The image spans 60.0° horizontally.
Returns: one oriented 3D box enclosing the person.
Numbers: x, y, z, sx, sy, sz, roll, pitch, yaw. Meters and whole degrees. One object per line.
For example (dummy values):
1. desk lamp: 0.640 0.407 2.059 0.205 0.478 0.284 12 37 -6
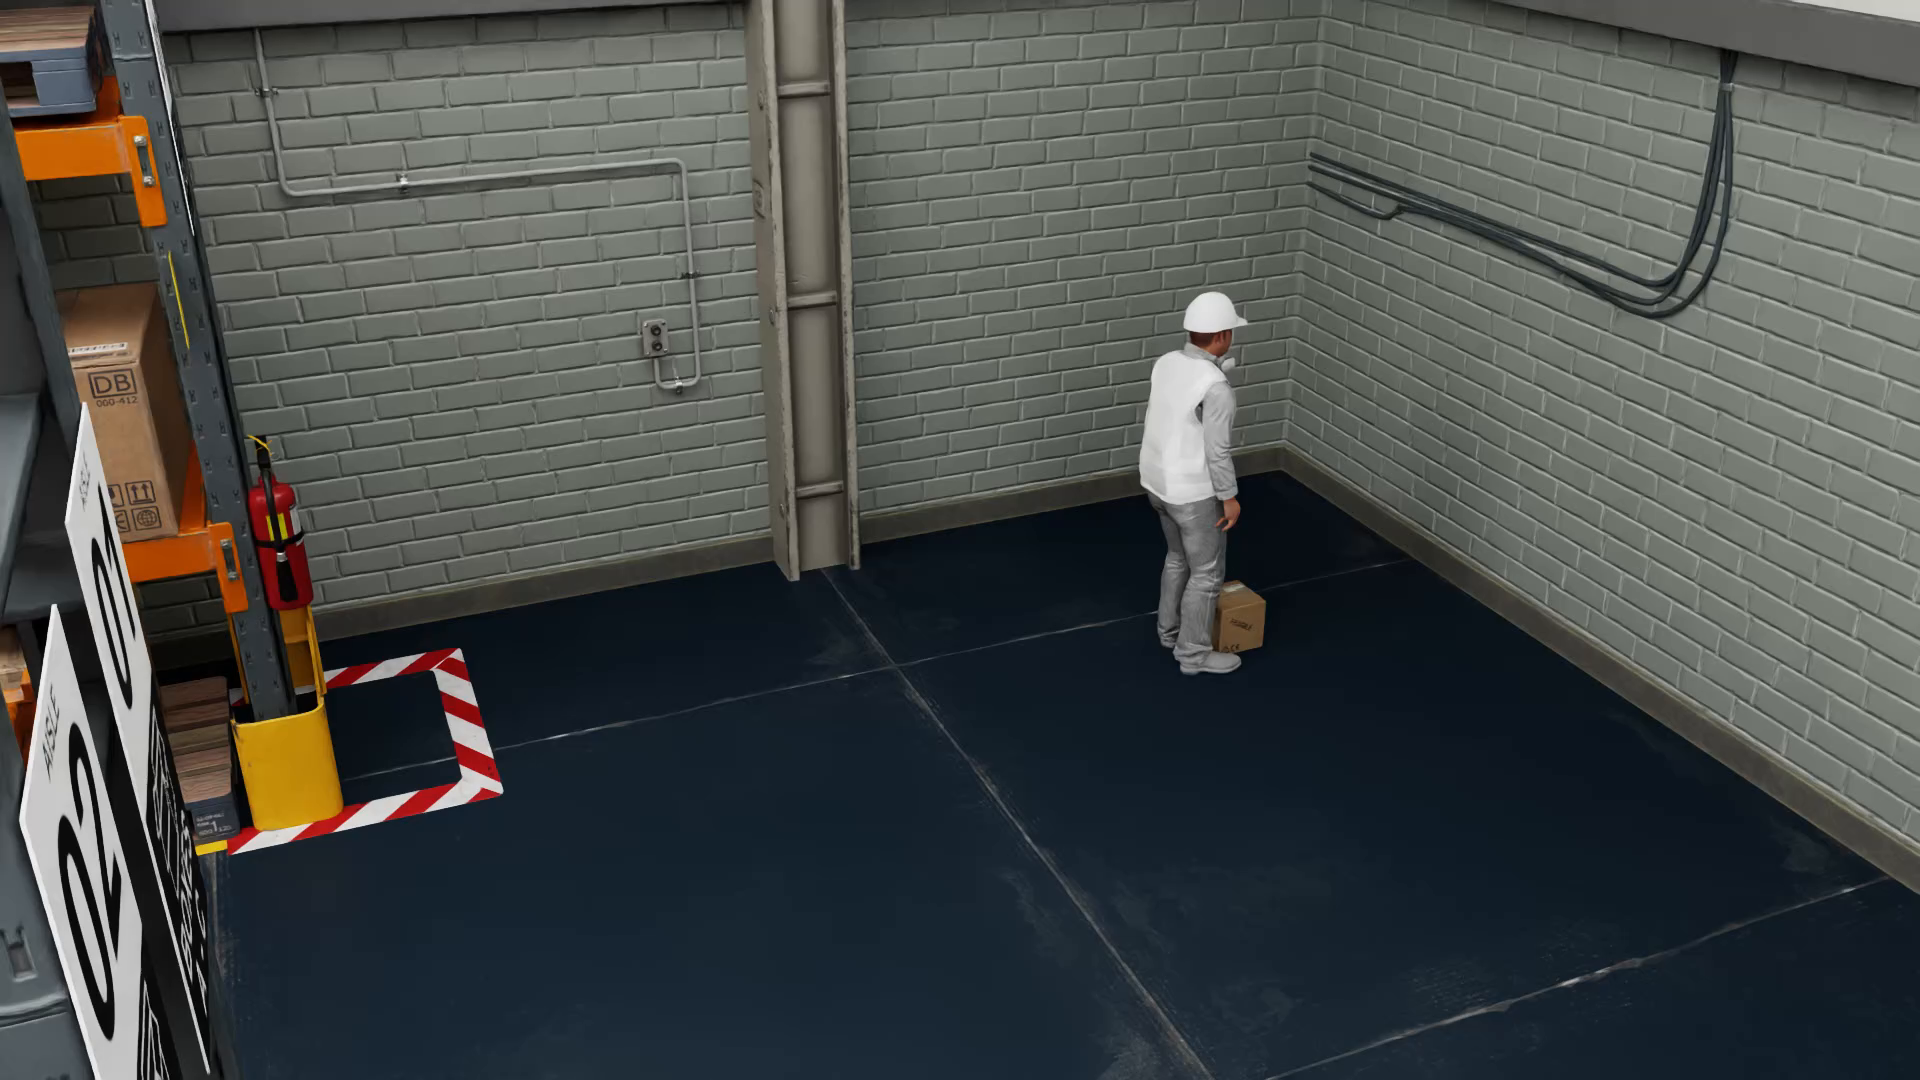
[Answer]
1. person: 1.066 -0.266 7.631 0.465 1.772 0.590 -12 28 -23
